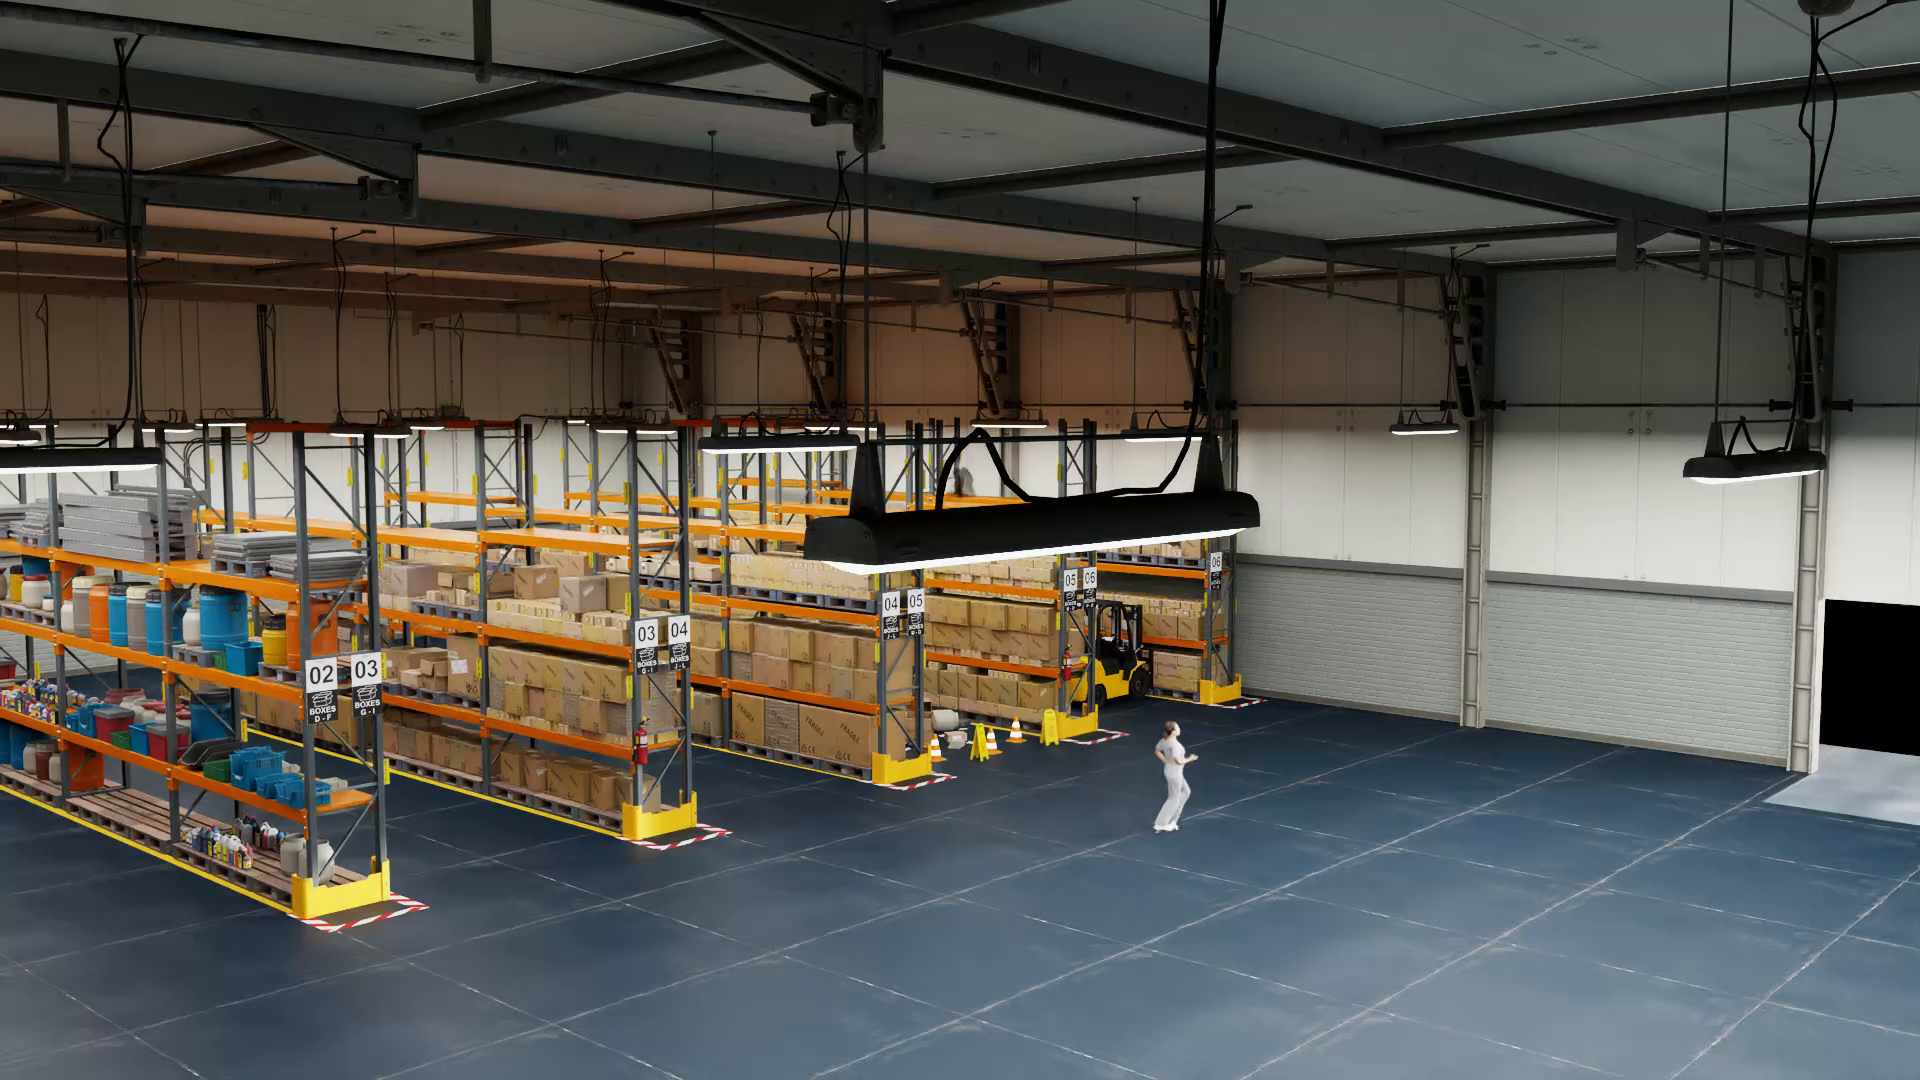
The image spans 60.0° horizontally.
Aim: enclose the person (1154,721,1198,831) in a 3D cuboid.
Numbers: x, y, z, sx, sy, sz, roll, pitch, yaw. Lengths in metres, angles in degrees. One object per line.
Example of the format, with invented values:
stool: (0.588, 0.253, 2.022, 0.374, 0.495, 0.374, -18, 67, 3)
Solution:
person: (3.184, 3.494, 24.592, 0.642, 1.678, 0.546, -1, 5, -8)
